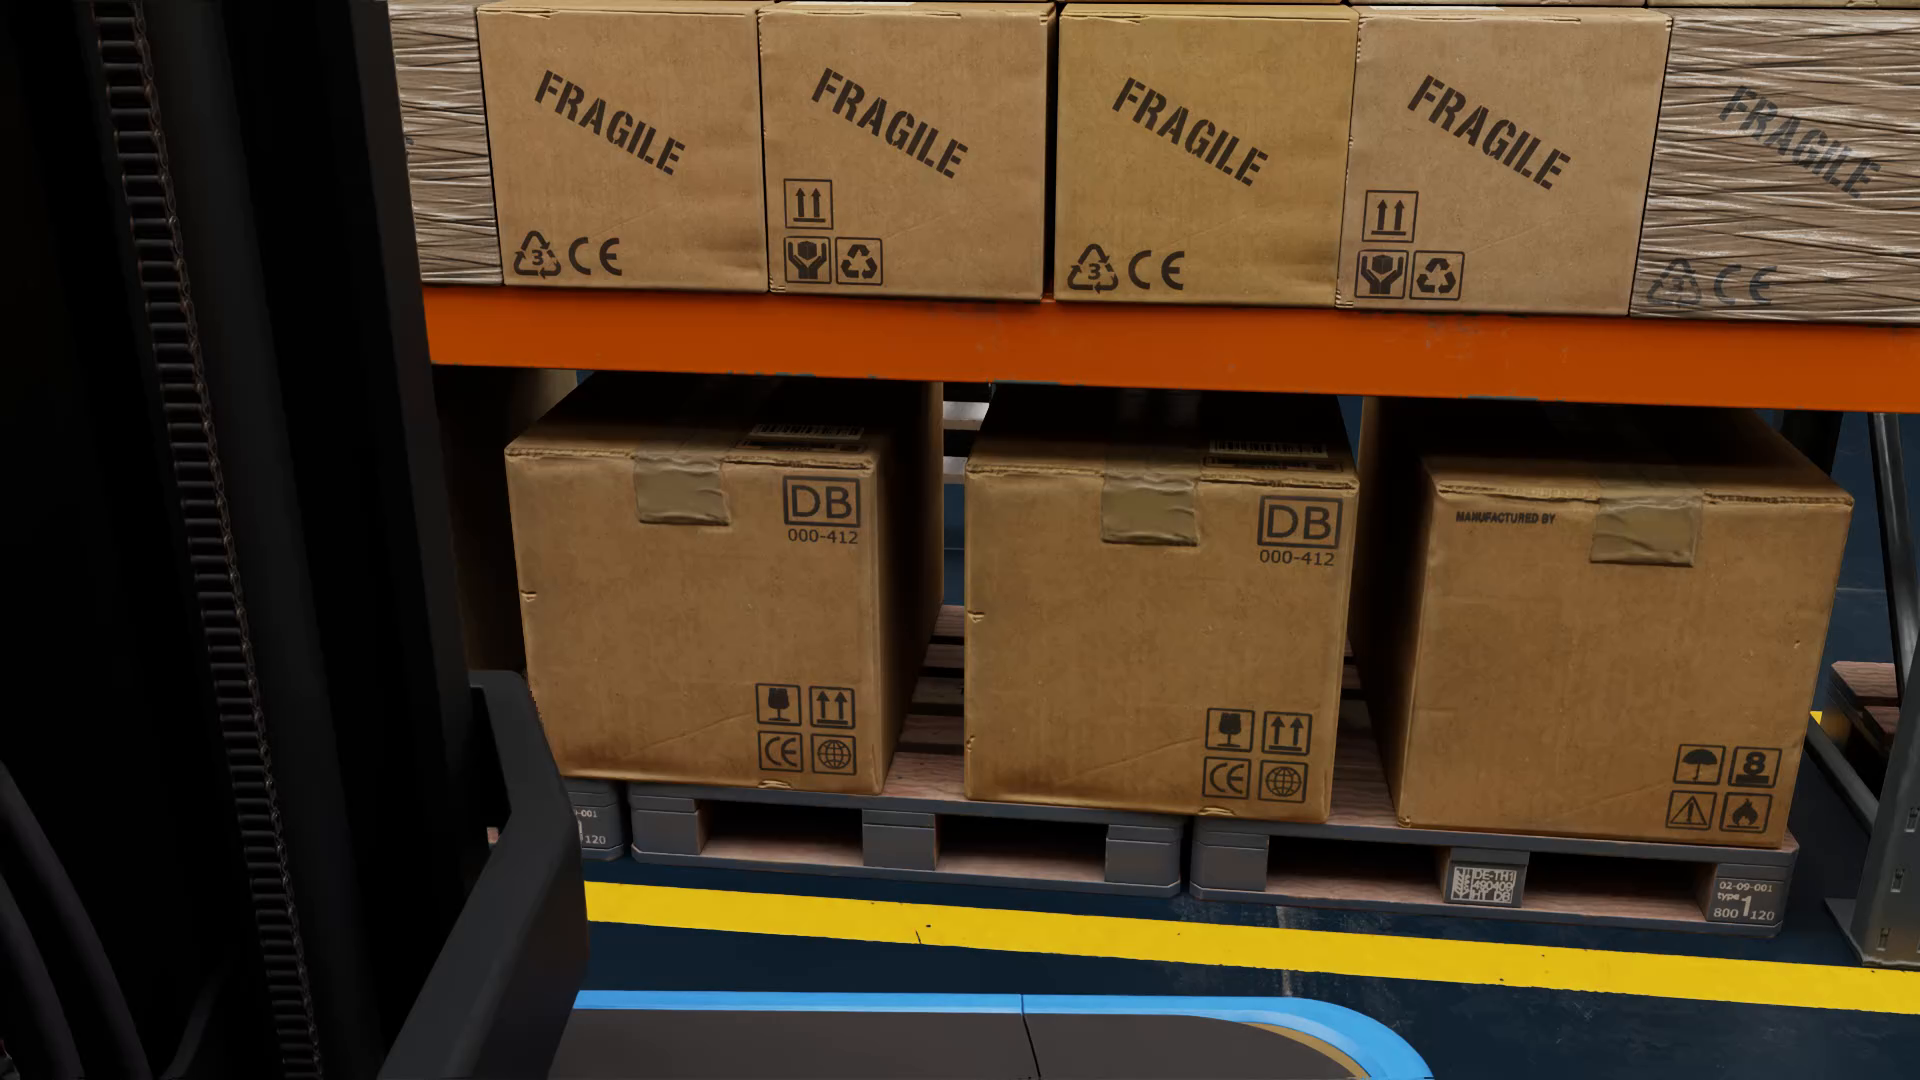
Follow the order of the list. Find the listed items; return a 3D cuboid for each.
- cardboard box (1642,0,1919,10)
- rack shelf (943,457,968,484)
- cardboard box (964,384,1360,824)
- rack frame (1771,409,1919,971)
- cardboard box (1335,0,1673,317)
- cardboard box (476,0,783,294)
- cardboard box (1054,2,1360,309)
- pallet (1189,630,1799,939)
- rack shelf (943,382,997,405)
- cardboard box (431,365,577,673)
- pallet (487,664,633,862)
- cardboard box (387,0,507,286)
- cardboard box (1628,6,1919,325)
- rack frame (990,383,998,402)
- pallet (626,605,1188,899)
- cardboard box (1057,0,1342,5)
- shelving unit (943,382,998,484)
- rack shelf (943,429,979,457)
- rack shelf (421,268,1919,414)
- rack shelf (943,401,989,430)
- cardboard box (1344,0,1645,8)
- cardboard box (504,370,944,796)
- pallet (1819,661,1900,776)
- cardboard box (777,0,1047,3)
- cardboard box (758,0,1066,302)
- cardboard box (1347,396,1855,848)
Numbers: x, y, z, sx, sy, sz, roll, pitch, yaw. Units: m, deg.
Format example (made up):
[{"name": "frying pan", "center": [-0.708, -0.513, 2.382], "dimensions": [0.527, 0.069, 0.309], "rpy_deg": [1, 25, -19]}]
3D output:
[{"name": "cardboard box", "center": [1.467, -1.262, 3.057], "dimensions": [0.500, 0.500, 0.700], "rpy_deg": [2, 22, 6]}, {"name": "rack shelf", "center": [0.008, -0.220, 5.352], "dimensions": [0.200, 0.077, 0.258], "rpy_deg": [2, 22, 6]}, {"name": "cardboard box", "center": [0.449, 0.027, 3.780], "dimensions": [0.750, 0.750, 1.050], "rpy_deg": [3, 22, 7]}, {"name": "rack frame", "center": [1.912, -0.728, 3.201], "dimensions": [0.127, 3.000, 1.000], "rpy_deg": [2, 22, 6]}, {"name": "cardboard box", "center": [0.938, -0.718, 3.040], "dimensions": [0.500, 0.500, 0.500], "rpy_deg": [2, 22, 6]}, {"name": "cardboard box", "center": [-0.572, -0.782, 3.203], "dimensions": [0.500, 0.500, 0.500], "rpy_deg": [2, 22, 6]}, {"name": "cardboard box", "center": [0.441, -0.740, 3.095], "dimensions": [0.500, 0.500, 0.500], "rpy_deg": [2, 22, 5]}, {"name": "pallet", "center": [1.138, 0.507, 3.870], "dimensions": [1.213, 0.211, 1.003], "rpy_deg": [2, 22, 6]}, {"name": "rack shelf", "center": [0.008, -0.471, 5.253], "dimensions": [0.200, 0.077, 0.258], "rpy_deg": [2, 22, 6]}, {"name": "cardboard box", "center": [-1.433, -0.056, 3.990], "dimensions": [0.750, 0.750, 1.050], "rpy_deg": [2, 22, 6]}, {"name": "pallet", "center": [-1.285, 0.402, 4.137], "dimensions": [1.213, 0.211, 1.003], "rpy_deg": [2, 22, 6]}, {"name": "cardboard box", "center": [-1.068, -0.805, 3.260], "dimensions": [0.500, 0.500, 0.500], "rpy_deg": [3, 22, 7]}, {"name": "cardboard box", "center": [1.433, -0.696, 2.984], "dimensions": [0.500, 0.500, 0.500], "rpy_deg": [2, 22, 6]}, {"name": "rack frame", "center": [0.109, -0.414, 5.262], "dimensions": [0.006, 0.900, 0.240], "rpy_deg": [2, 22, 6]}, {"name": "pallet", "center": [-0.070, 0.454, 4.005], "dimensions": [1.213, 0.211, 1.003], "rpy_deg": [2, 22, 6]}, {"name": "cardboard box", "center": [0.455, -1.305, 3.165], "dimensions": [0.500, 0.500, 0.700], "rpy_deg": [2, 22, 5]}, {"name": "shelving unit", "center": [0.008, -0.418, 5.273], "dimensions": [0.210, 0.900, 0.258], "rpy_deg": [2, 22, 6]}, {"name": "rack shelf", "center": [0.008, -0.303, 5.319], "dimensions": [0.200, 0.077, 0.258], "rpy_deg": [2, 22, 6]}, {"name": "rack shelf", "center": [-0.074, -0.480, 3.552], "dimensions": [4.000, 0.370, 1.077], "rpy_deg": [2, 22, 6]}, {"name": "rack shelf", "center": [0.008, -0.387, 5.286], "dimensions": [0.200, 0.077, 0.258], "rpy_deg": [2, 22, 6]}, {"name": "cardboard box", "center": [0.965, -1.284, 3.111], "dimensions": [0.500, 0.500, 0.700], "rpy_deg": [2, 22, 6]}, {"name": "cardboard box", "center": [-0.476, -0.013, 3.881], "dimensions": [0.750, 0.750, 1.050], "rpy_deg": [2, 22, 6]}, {"name": "pallet", "center": [2.688, 0.603, 3.627], "dimensions": [1.213, 0.211, 1.003], "rpy_deg": [2, 22, 6]}, {"name": "cardboard box", "center": [-0.053, -1.327, 3.221], "dimensions": [0.500, 0.500, 0.700], "rpy_deg": [2, 22, 6]}, {"name": "cardboard box", "center": [-0.068, -0.760, 3.147], "dimensions": [0.500, 0.500, 0.500], "rpy_deg": [3, 22, 7]}, {"name": "cardboard box", "center": [1.318, 0.064, 3.687], "dimensions": [0.750, 0.750, 1.050], "rpy_deg": [2, 22, 6]}]
